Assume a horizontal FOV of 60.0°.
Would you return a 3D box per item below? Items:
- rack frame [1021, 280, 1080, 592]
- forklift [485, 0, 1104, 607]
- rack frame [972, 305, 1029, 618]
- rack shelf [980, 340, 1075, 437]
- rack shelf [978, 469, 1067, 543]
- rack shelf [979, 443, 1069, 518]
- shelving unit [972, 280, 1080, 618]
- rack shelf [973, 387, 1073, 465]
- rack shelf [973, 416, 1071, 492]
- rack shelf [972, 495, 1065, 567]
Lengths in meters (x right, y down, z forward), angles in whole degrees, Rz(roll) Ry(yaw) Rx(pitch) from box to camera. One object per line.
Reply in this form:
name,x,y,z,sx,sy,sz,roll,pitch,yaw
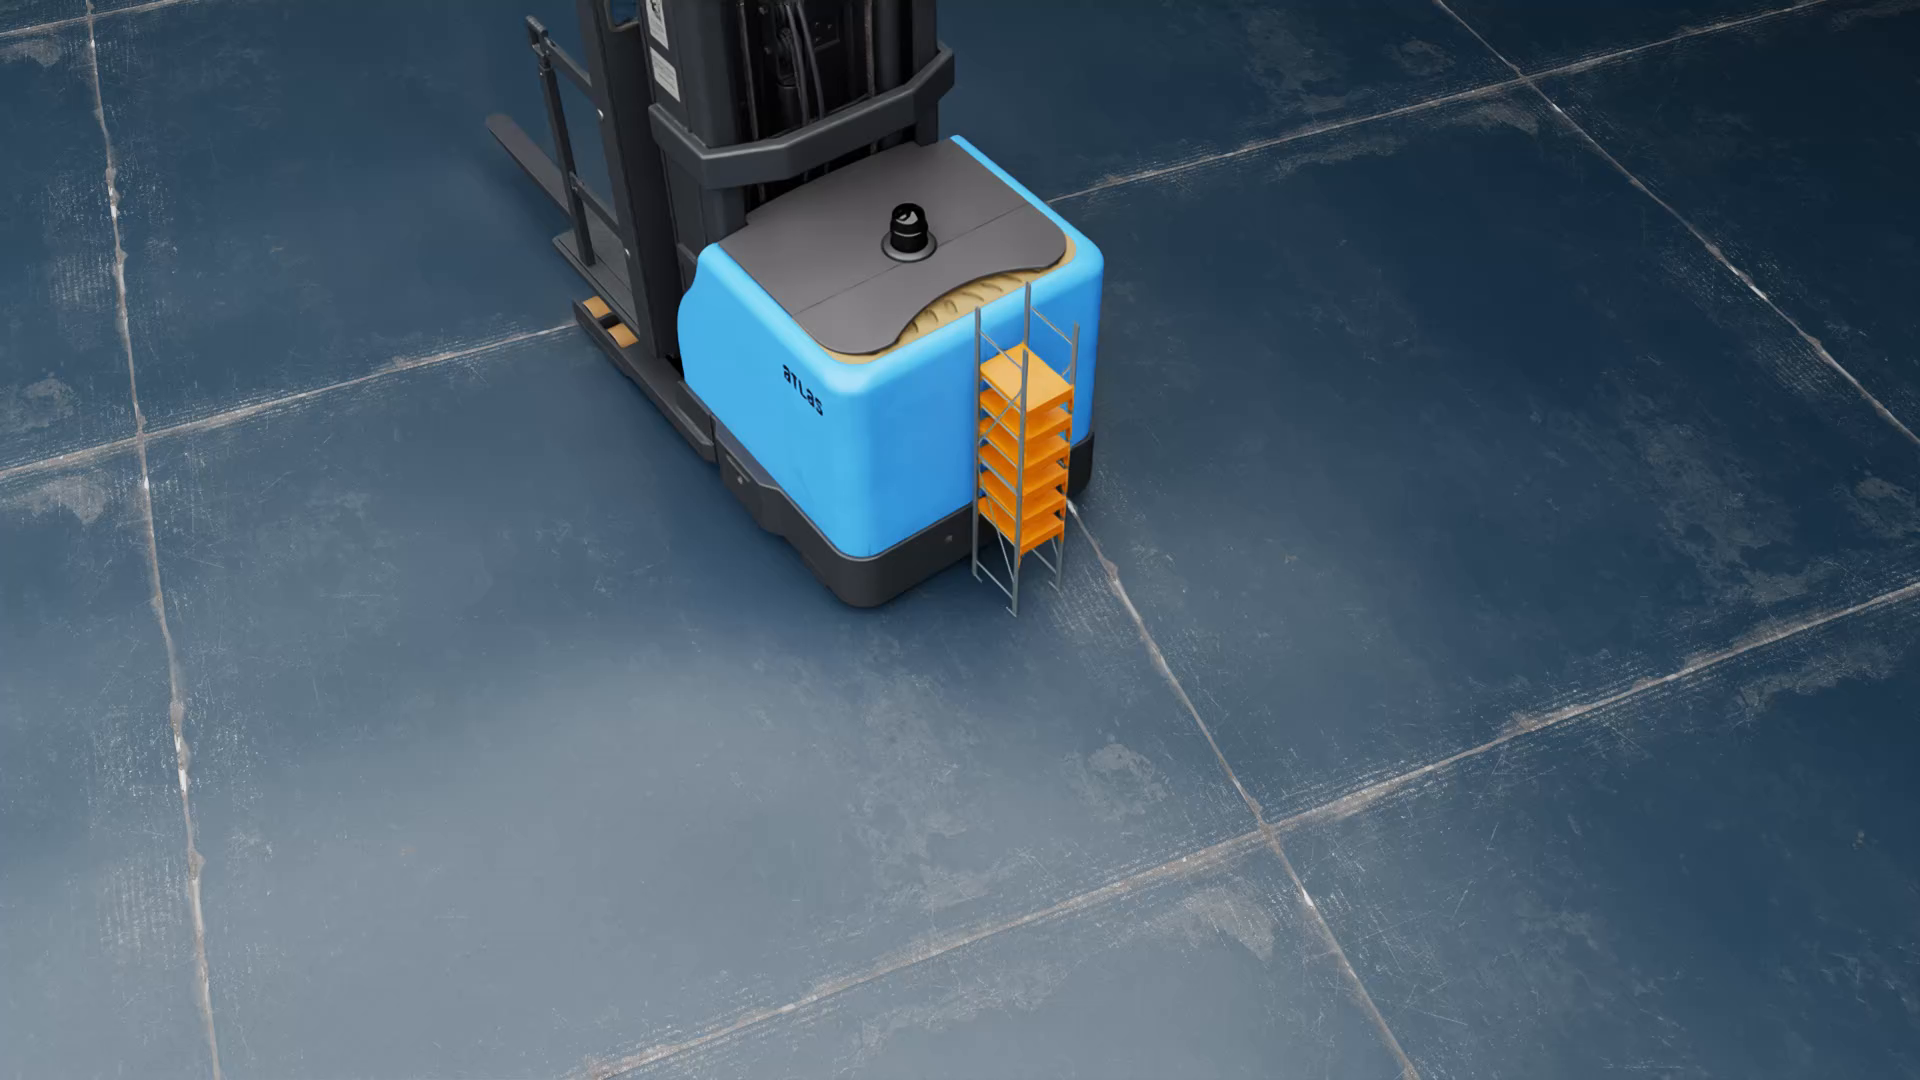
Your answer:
rack frame,0.263,-0.288,5.206,0.006,1.200,0.240,-29,56,-23
forklift,-0.822,-1.812,5.374,1.130,2.935,3.031,-29,55,-23
rack frame,0.116,-0.205,5.134,0.006,1.200,0.240,-29,56,-23
rack shelf,0.190,-0.451,4.930,0.180,0.103,0.258,-29,56,-23
rack shelf,0.189,-0.139,5.295,0.180,0.103,0.258,-29,56,-23
rack shelf,0.189,-0.217,5.204,0.180,0.103,0.258,-29,56,-23
shelving unit,0.189,-0.246,5.170,0.189,1.200,0.258,-29,56,-23
rack shelf,0.190,-0.373,5.021,0.180,0.103,0.258,-29,56,-23
rack shelf,0.189,-0.295,5.113,0.180,0.103,0.258,-29,56,-23
rack shelf,0.189,-0.061,5.386,0.180,0.103,0.258,-29,56,-23
